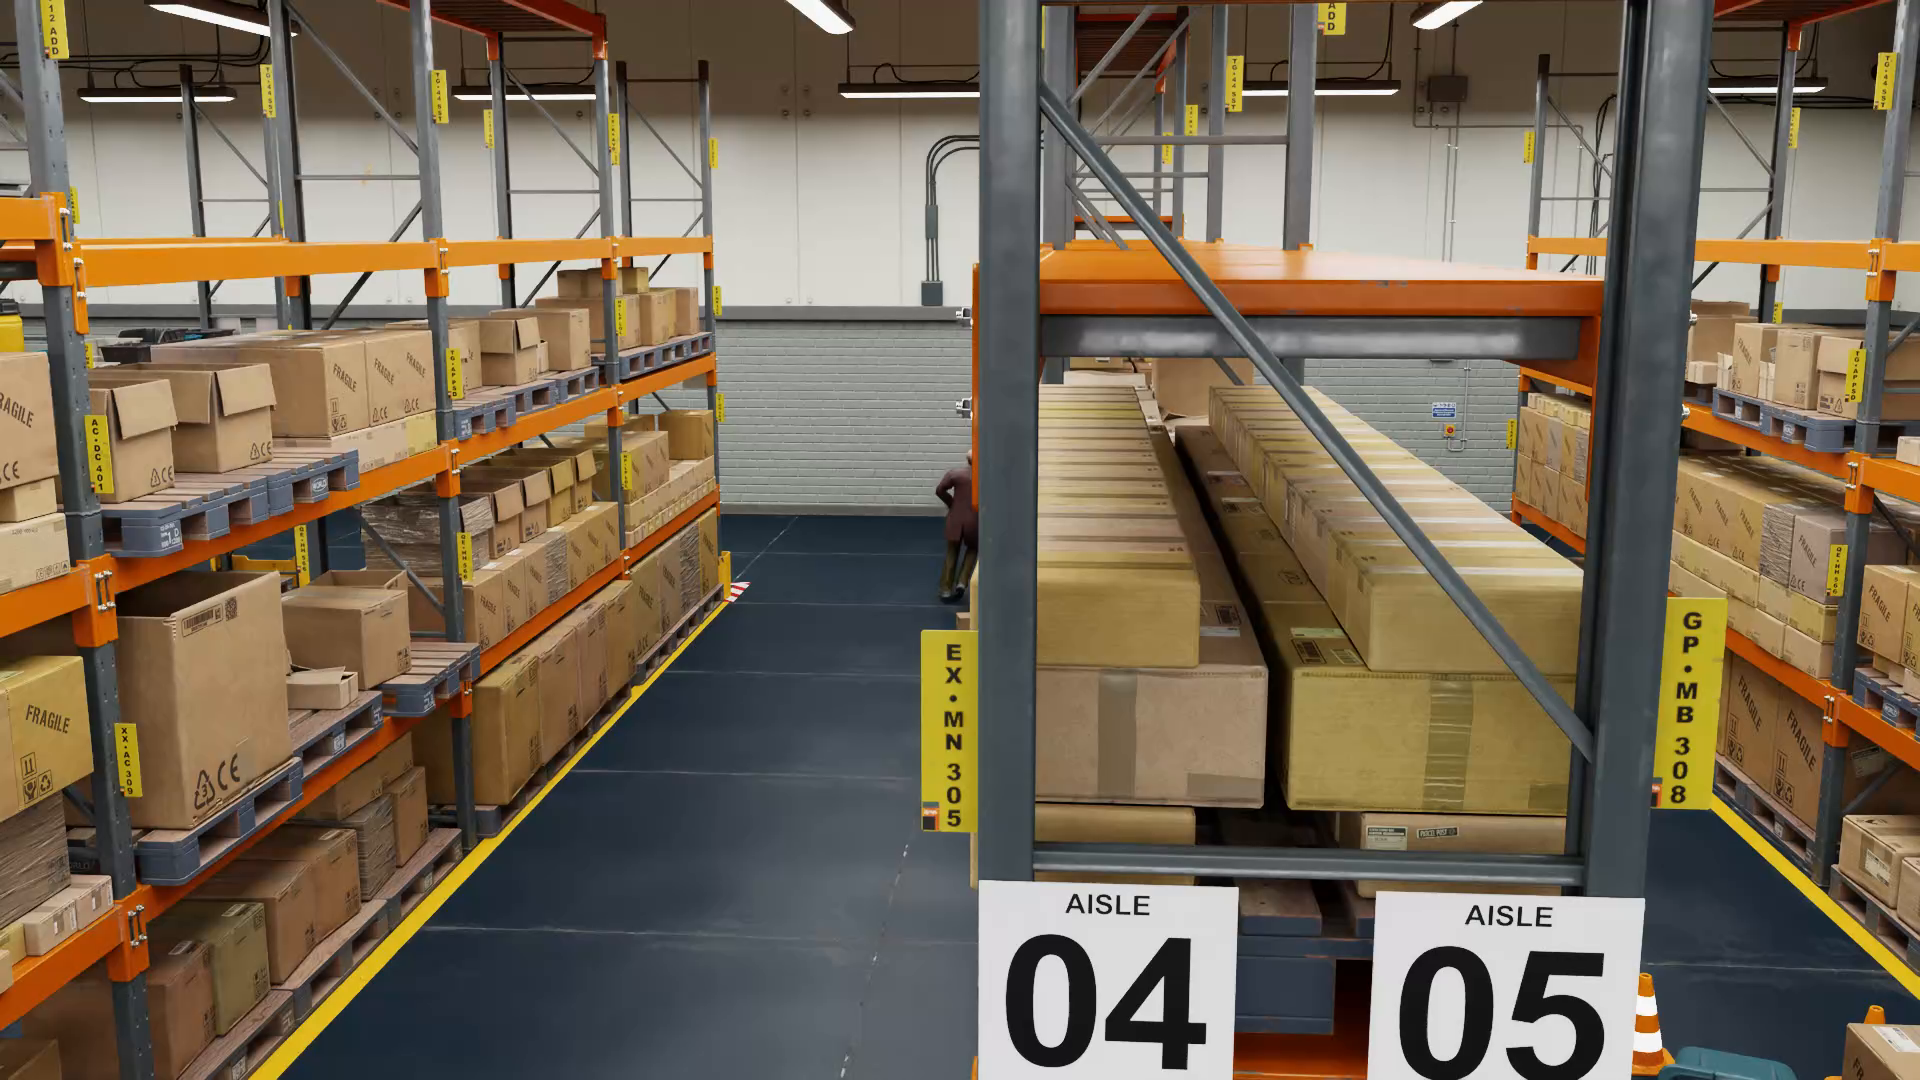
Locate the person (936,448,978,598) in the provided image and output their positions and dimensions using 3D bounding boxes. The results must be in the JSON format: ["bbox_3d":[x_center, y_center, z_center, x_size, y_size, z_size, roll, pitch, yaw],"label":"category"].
[{"bbox_3d":[0.112,-0.163,19.026,0.790,1.813,0.611,2,11,12],"label":"person"}]
